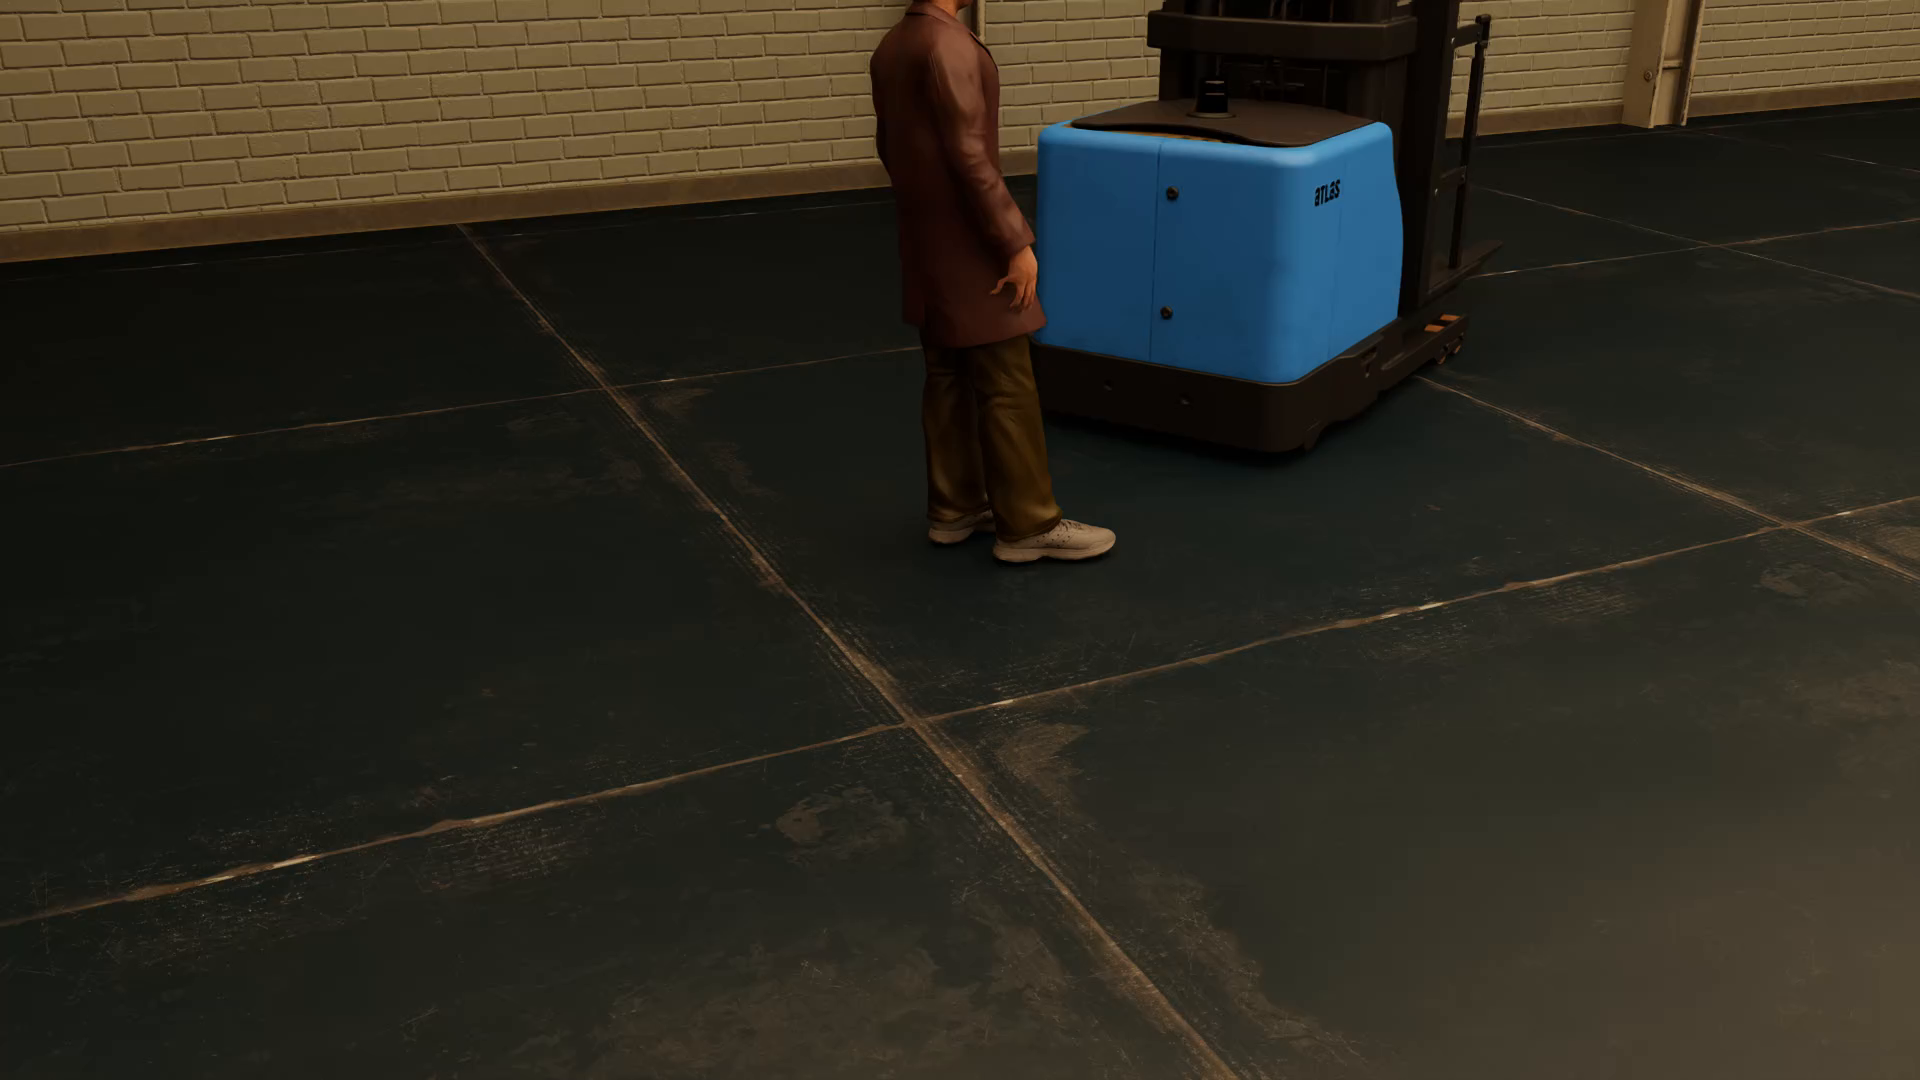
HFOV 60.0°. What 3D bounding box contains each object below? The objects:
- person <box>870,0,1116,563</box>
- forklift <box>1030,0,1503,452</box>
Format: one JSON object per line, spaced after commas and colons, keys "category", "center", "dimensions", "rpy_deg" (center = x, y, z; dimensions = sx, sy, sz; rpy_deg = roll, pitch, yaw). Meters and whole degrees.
{"category": "person", "center": [0.084, -0.840, 4.795], "dimensions": [0.582, 1.775, 0.694], "rpy_deg": [-10, 25, -23]}
{"category": "forklift", "center": [1.485, -2.163, 6.492], "dimensions": [1.130, 2.935, 3.031], "rpy_deg": [14, 26, 31]}
